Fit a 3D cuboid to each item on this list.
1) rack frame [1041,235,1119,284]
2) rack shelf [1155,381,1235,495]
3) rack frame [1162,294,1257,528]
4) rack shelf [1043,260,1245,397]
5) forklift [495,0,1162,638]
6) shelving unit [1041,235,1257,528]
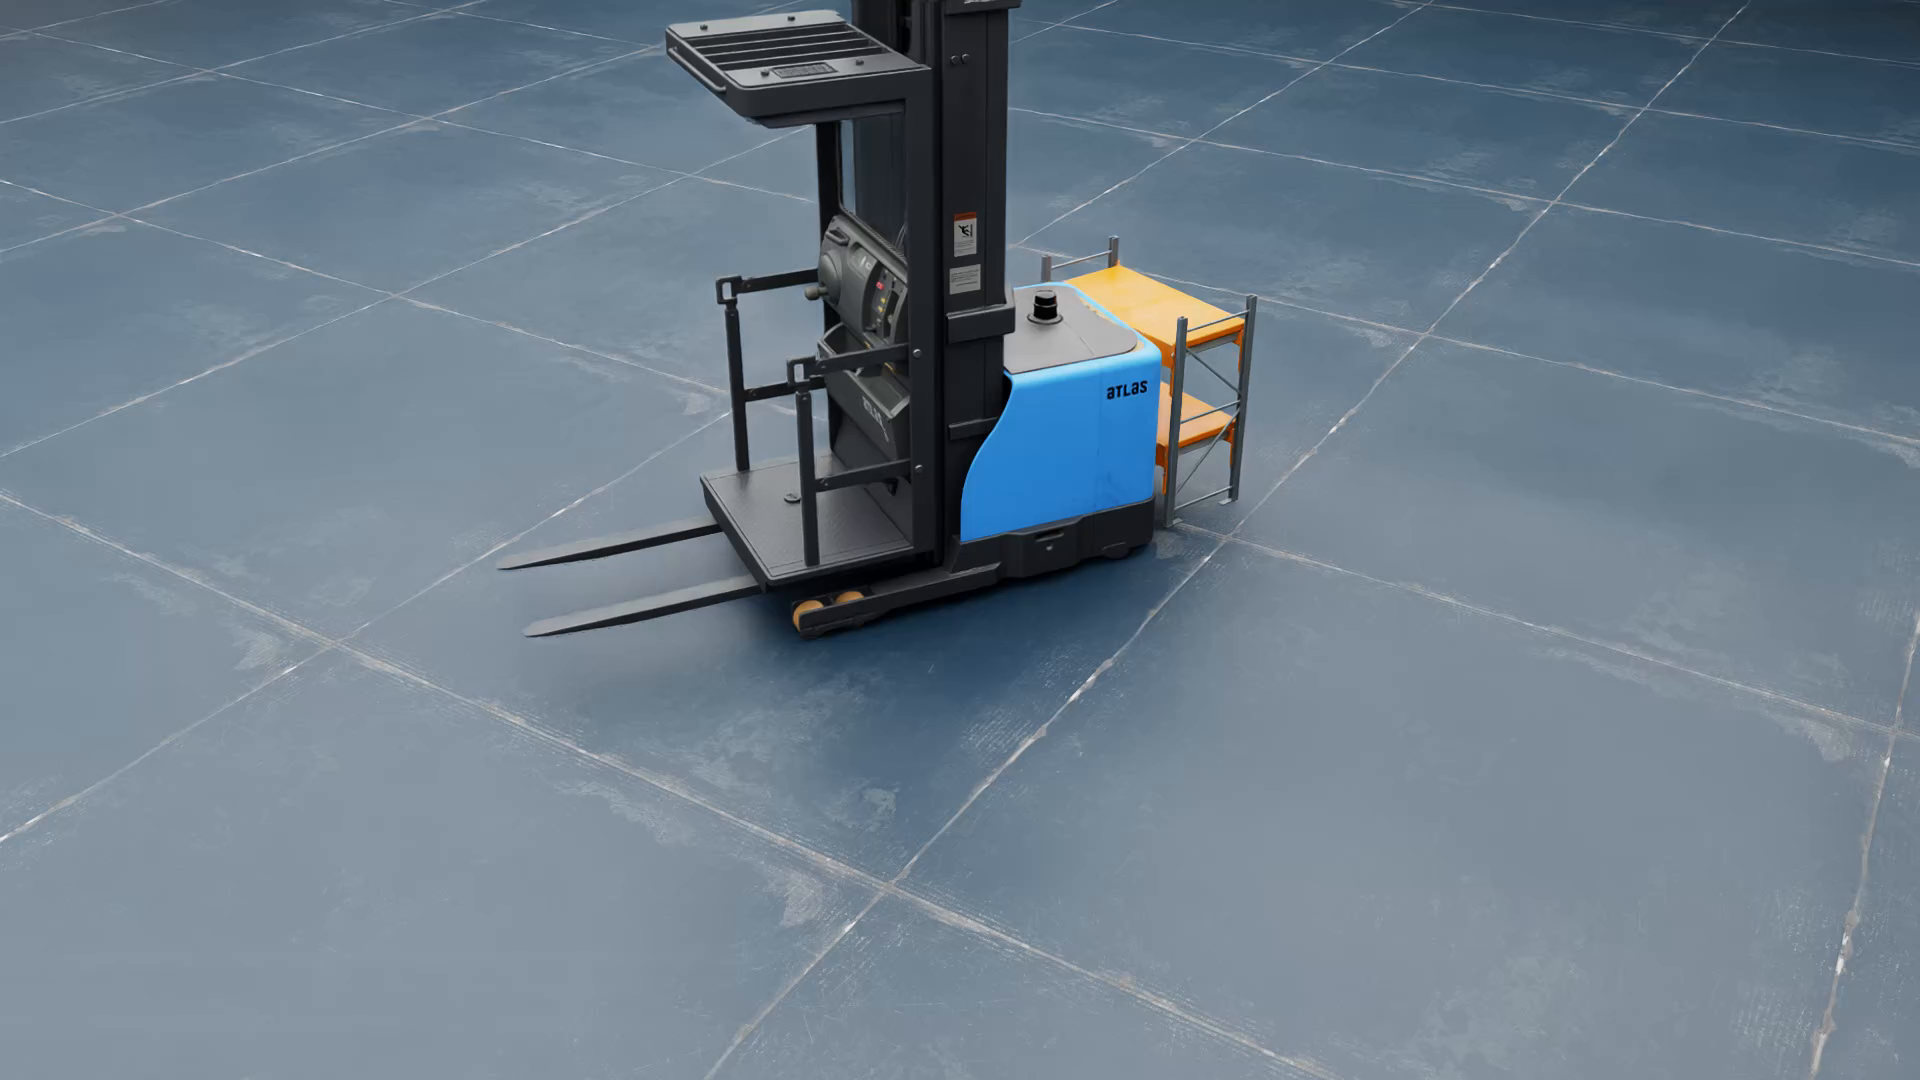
[{"bbox_3d":[0.627,-1.040,8.917,0.500,1.125,0.032,-20,36,-31],"label":"rack frame"},{"bbox_3d":[0.928,-0.623,8.687,0.538,0.278,1.000,-20,36,-31],"label":"rack shelf"},{"bbox_3d":[1.230,-0.628,8.210,0.500,1.125,0.032,-20,36,-31],"label":"rack frame"},{"bbox_3d":[0.928,-1.087,8.416,0.538,0.278,1.000,-20,36,-31],"label":"rack shelf"},{"bbox_3d":[-0.615,-1.128,7.275,3.031,2.935,1.130,-13,33,-21],"label":"forklift"},{"bbox_3d":[0.928,-0.834,8.563,0.538,1.125,1.048,-20,36,-31],"label":"shelving unit"}]
